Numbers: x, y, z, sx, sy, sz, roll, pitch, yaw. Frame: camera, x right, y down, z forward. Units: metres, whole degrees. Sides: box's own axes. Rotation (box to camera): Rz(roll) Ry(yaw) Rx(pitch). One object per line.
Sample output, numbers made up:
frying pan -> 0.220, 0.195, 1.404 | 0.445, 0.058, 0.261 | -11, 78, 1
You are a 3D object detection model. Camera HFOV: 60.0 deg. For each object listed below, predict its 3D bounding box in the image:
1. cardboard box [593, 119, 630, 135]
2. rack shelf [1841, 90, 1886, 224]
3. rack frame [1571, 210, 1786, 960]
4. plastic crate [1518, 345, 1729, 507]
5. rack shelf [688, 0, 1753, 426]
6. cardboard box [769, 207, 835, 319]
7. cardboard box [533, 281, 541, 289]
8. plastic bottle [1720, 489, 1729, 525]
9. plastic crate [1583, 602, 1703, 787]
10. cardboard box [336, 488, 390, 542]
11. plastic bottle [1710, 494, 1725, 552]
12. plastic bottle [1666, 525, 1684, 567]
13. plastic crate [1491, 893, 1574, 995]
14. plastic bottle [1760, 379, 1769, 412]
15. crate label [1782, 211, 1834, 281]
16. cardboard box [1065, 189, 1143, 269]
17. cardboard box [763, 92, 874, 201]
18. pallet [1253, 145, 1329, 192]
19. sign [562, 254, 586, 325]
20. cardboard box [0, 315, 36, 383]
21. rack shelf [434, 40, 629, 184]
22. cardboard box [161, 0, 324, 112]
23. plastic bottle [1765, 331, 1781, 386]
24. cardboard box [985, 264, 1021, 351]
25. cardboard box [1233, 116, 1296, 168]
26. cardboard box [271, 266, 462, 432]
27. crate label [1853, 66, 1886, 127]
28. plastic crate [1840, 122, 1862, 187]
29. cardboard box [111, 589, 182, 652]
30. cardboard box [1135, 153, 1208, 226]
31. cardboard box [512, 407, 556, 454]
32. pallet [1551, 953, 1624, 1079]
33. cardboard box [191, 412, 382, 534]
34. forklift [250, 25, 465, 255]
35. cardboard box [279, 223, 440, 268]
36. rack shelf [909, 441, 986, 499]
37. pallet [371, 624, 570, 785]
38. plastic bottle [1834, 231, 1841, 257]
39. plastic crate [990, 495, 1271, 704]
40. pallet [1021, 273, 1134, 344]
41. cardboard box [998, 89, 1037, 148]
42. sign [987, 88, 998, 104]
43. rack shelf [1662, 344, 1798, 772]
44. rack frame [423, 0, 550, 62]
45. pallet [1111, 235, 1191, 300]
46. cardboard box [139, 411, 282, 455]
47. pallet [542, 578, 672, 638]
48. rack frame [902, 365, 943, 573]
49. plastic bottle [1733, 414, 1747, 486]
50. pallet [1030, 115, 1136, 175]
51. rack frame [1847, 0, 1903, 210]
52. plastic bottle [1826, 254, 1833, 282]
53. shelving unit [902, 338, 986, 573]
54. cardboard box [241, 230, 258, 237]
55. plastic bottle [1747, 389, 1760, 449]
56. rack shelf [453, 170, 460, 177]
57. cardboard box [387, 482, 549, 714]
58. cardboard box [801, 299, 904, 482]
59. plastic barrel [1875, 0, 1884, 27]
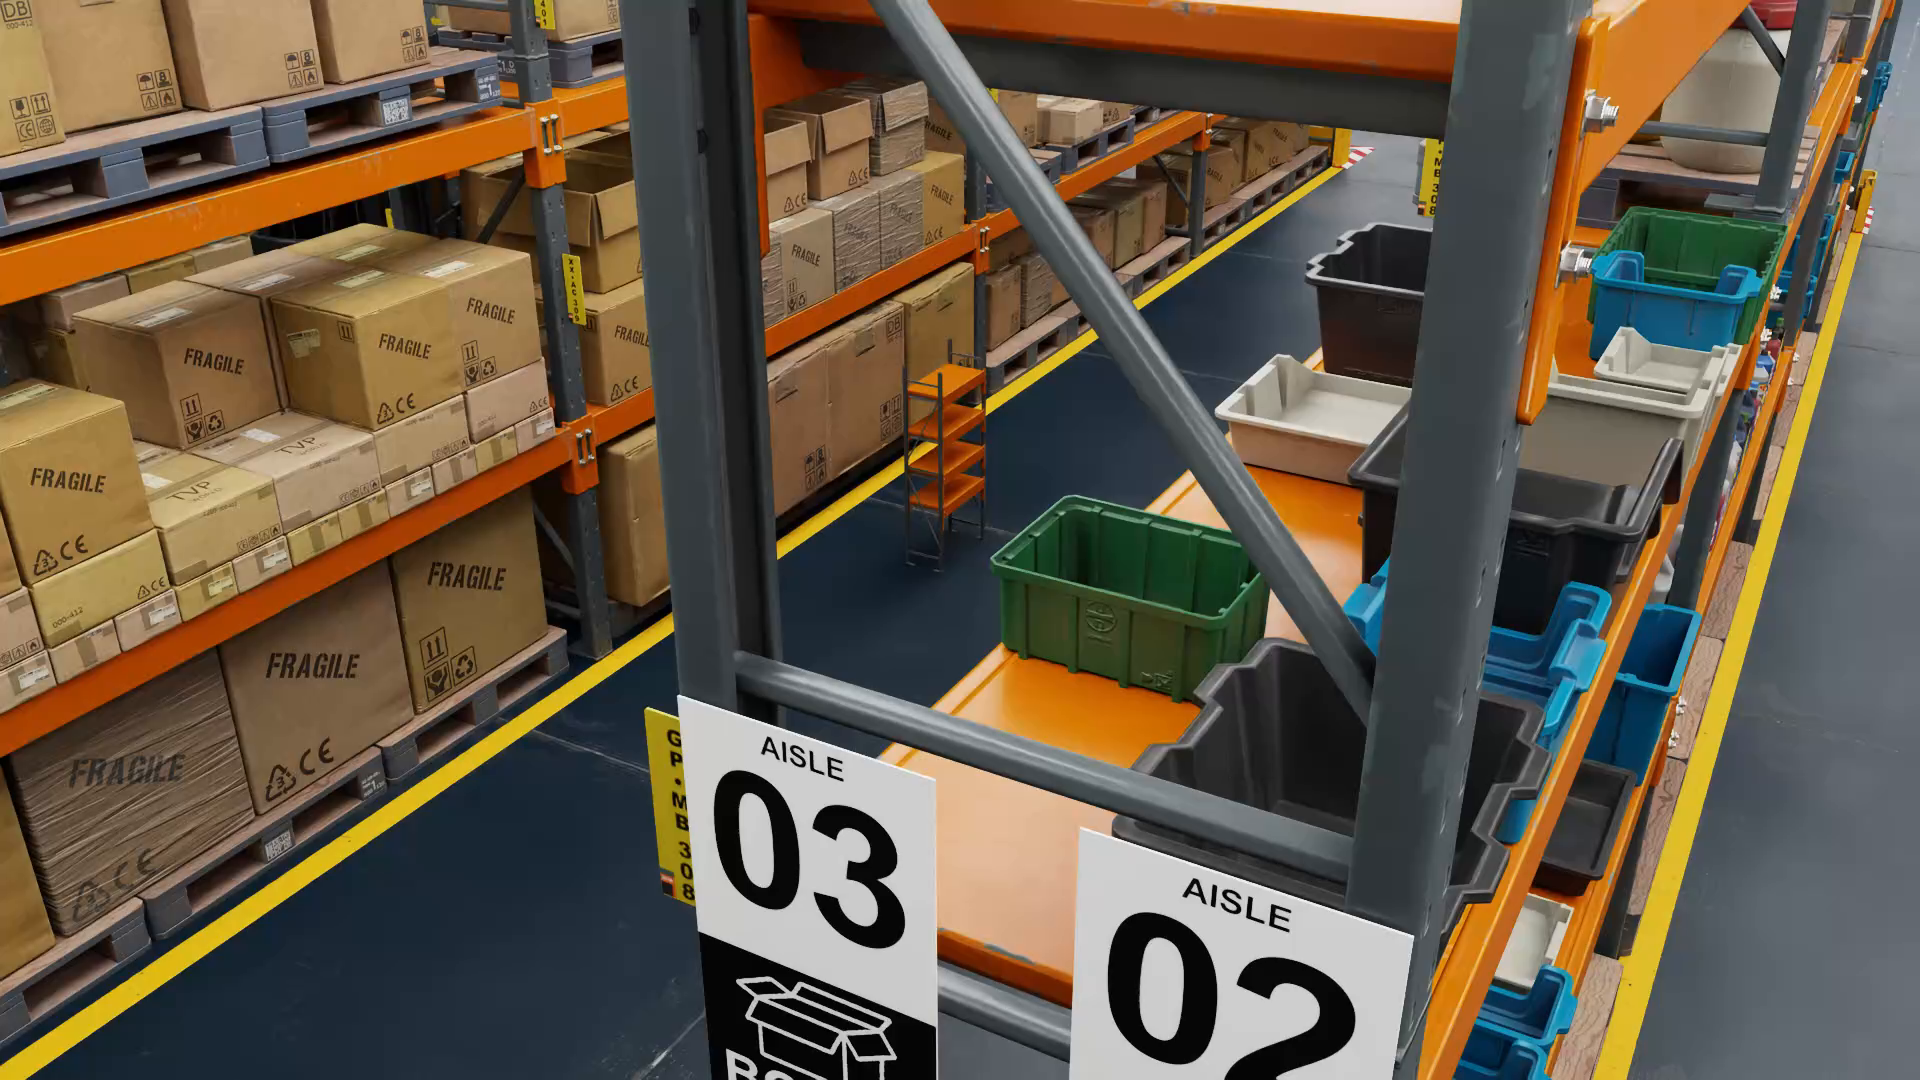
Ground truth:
cardboard box -> -3.294, -3.643, 15.721 | 1.050, 0.750, 0.750 | 14, 30, 26
rack shelf -> 6.976, -3.334, 13.863 | 1.077, 0.370, 4.000 | 14, 30, 26
rack frame -> 2.056, 0.242, 5.916 | 1.000, 3.000, 0.127 | 14, 30, 26
plastic crate -> 1.447, -0.284, 3.747 | 0.437, 0.282, 0.530 | 14, 30, 26
rack shelf -> 1.072, -1.161, 3.267 | 1.077, 0.370, 4.000 | 14, 30, 26
cardboard box -> -1.069, -1.612, 9.507 | 0.500, 0.500, 0.500 | 15, 30, 27
cardboard box -> -2.264, -1.136, 8.557 | 0.500, 0.500, 0.500 | 14, 30, 26
plastic bottle -> 3.152, -0.166, 6.953 | 0.097, 0.201, 0.097 | 0, 27, 0
plastic crate -> 2.123, 0.479, 5.393 | 0.392, 0.384, 0.575 | 14, 30, 26
cardboard box -> -2.627, -0.145, 6.968 | 0.380, 0.149, 0.250 | 15, 30, 27
plastic bottle -> 3.045, -0.101, 6.732 | 0.061, 0.283, 0.133 | 14, 30, 26
plastic bottle -> 2.796, 0.058, 6.422 | 0.152, 0.276, 0.135 | 14, 30, 26
plastic crate -> 1.461, 1.078, 4.474 | 0.293, 0.136, 0.466 | 14, 30, 26
plastic bottle -> 3.866, -0.732, 8.084 | 0.097, 0.201, 0.097 | 0, 27, 0
crate label -> 4.748, -1.661, 9.677 | 0.502, 0.435, 0.616 | 14, 30, 26
cardboard box -> 1.108, -2.629, 13.953 | 0.700, 0.500, 0.500 | 14, 30, 26
cardboard box -> -0.985, -2.366, 9.894 | 0.797, 0.503, 0.637 | 15, 30, 27
pallet -> 3.179, -3.940, 17.386 | 1.003, 0.211, 1.213 | 14, 30, 26
sign -> -1.772, -1.150, 7.641 | 0.100, 0.325, 0.005 | 14, 30, 26
cardboard box -> -6.380, -1.395, 11.508 | 0.500, 0.500, 0.500 | 14, 30, 25
rack shelf -> -1.272, -2.648, 9.142 | 1.077, 0.370, 4.000 | 14, 30, 26
cardboard box -> -2.857, -1.941, 6.232 | 0.700, 0.500, 0.500 | 16, 31, 29
plastic bottle -> 4.083, -0.924, 8.374 | 0.061, 0.283, 0.133 | 14, 30, 26
cardboard box -> 0.024, -1.752, 12.201 | 0.700, 0.500, 0.500 | 13, 29, 23
cardboard box -> 3.061, -4.116, 16.944 | 0.500, 0.500, 0.500 | 24, 35, 39
cardboard box -> -2.499, -0.818, 7.031 | 0.500, 0.500, 0.500 | 15, 30, 27
crate label -> 7.289, -3.674, 13.699 | 0.502, 0.435, 0.616 | 14, 30, 26
plastic crate -> 6.020, -2.649, 11.619 | 0.402, 0.464, 0.583 | 14, 30, 26
cardboard box -> -3.131, 0.255, 6.171 | 0.380, 0.149, 0.250 | 14, 30, 26
cardboard box -> 1.911, -3.184, 15.083 | 0.500, 0.500, 0.500 | 13, 29, 25
cardboard box -> -2.121, -0.546, 7.770 | 0.380, 0.149, 0.250 | 14, 30, 26
pallet -> 1.728, 1.784, 5.951 | 1.003, 0.211, 1.213 | 14, 30, 26
cardboard box -> -2.748, -0.284, 6.802 | 0.500, 0.250, 0.500 | 15, 30, 27
forklift -> -3.934, -2.278, 11.027 | 1.130, 2.935, 3.031 | 2, 27, 5
cardboard box -> -2.714, -1.120, 7.634 | 0.500, 0.500, 0.500 | 14, 30, 26
rack shelf -> -0.081, -0.412, 9.383 | 0.258, 0.148, 0.480 | 14, 30, 26
pallet -> -2.698, 0.677, 8.162 | 1.003, 0.211, 1.213 | 14, 30, 26
plastic bottle -> 7.290, -2.509, 13.963 | 0.152, 0.276, 0.135 | 14, 30, 26
plastic crate -> 0.325, 0.107, 3.072 | 0.450, 0.188, 0.336 | 14, 30, 26
pallet -> 0.699, -1.939, 13.387 | 1.003, 0.211, 1.213 | 14, 30, 26
cardboard box -> 0.130, -3.099, 12.010 | 0.700, 0.500, 0.500 | 19, 32, 33
sign -> 0.197, -2.805, 10.709 | 0.100, 0.325, 0.005 | 14, 30, 26
rack shelf -> 3.040, -0.216, 7.634 | 1.077, 0.370, 4.000 | 14, 30, 26
rack frame -> -2.256, -3.532, 6.752 | 1.000, 3.000, 0.127 | 14, 30, 26
pallet -> 1.298, -2.416, 14.341 | 1.003, 0.211, 1.213 | 14, 30, 26
cardboard box -> -3.214, -0.394, 7.021 | 0.500, 0.250, 0.500 | 15, 30, 27
pallet -> -1.942, 0.081, 9.353 | 1.003, 0.211, 1.213 | 14, 30, 26
rack frame -> -0.201, -0.377, 9.163 | 0.240, 1.200, 0.015 | 14, 30, 26
plastic bottle -> 3.363, -0.421, 7.296 | 0.144, 0.351, 0.185 | 14, 30, 26
pallet -> 0.650, -3.103, 12.811 | 1.003, 0.211, 1.213 | 14, 30, 26
rack frame -> 7.959, -4.435, 15.259 | 1.000, 3.000, 0.127 | 14, 30, 26
plastic bottle -> 6.960, -2.210, 13.357 | 0.061, 0.283, 0.133 | 16, 31, 28
shelving unit -> -0.081, -0.472, 9.353 | 0.258, 1.200, 0.503 | 14, 30, 26
cardboard box -> -5.168, -2.227, 12.333 | 0.500, 0.250, 0.500 | 15, 30, 27
plastic bottle -> 3.634, -0.568, 7.664 | 0.061, 0.283, 0.133 | 14, 30, 26
rack shelf -> -3.573, -3.997, 15.188 | 1.077, 0.370, 4.000 | 14, 30, 26
cardboard box -> -2.650, 0.153, 7.998 | 0.875, 0.875, 0.875 | 14, 30, 26
cardboard box -> -1.091, -1.036, 10.372 | 1.225, 0.875, 0.875 | 14, 30, 26
plastic barrel -> 4.617, -3.155, 8.791 | 0.600, 0.901, 0.600 | 0, 27, 0
